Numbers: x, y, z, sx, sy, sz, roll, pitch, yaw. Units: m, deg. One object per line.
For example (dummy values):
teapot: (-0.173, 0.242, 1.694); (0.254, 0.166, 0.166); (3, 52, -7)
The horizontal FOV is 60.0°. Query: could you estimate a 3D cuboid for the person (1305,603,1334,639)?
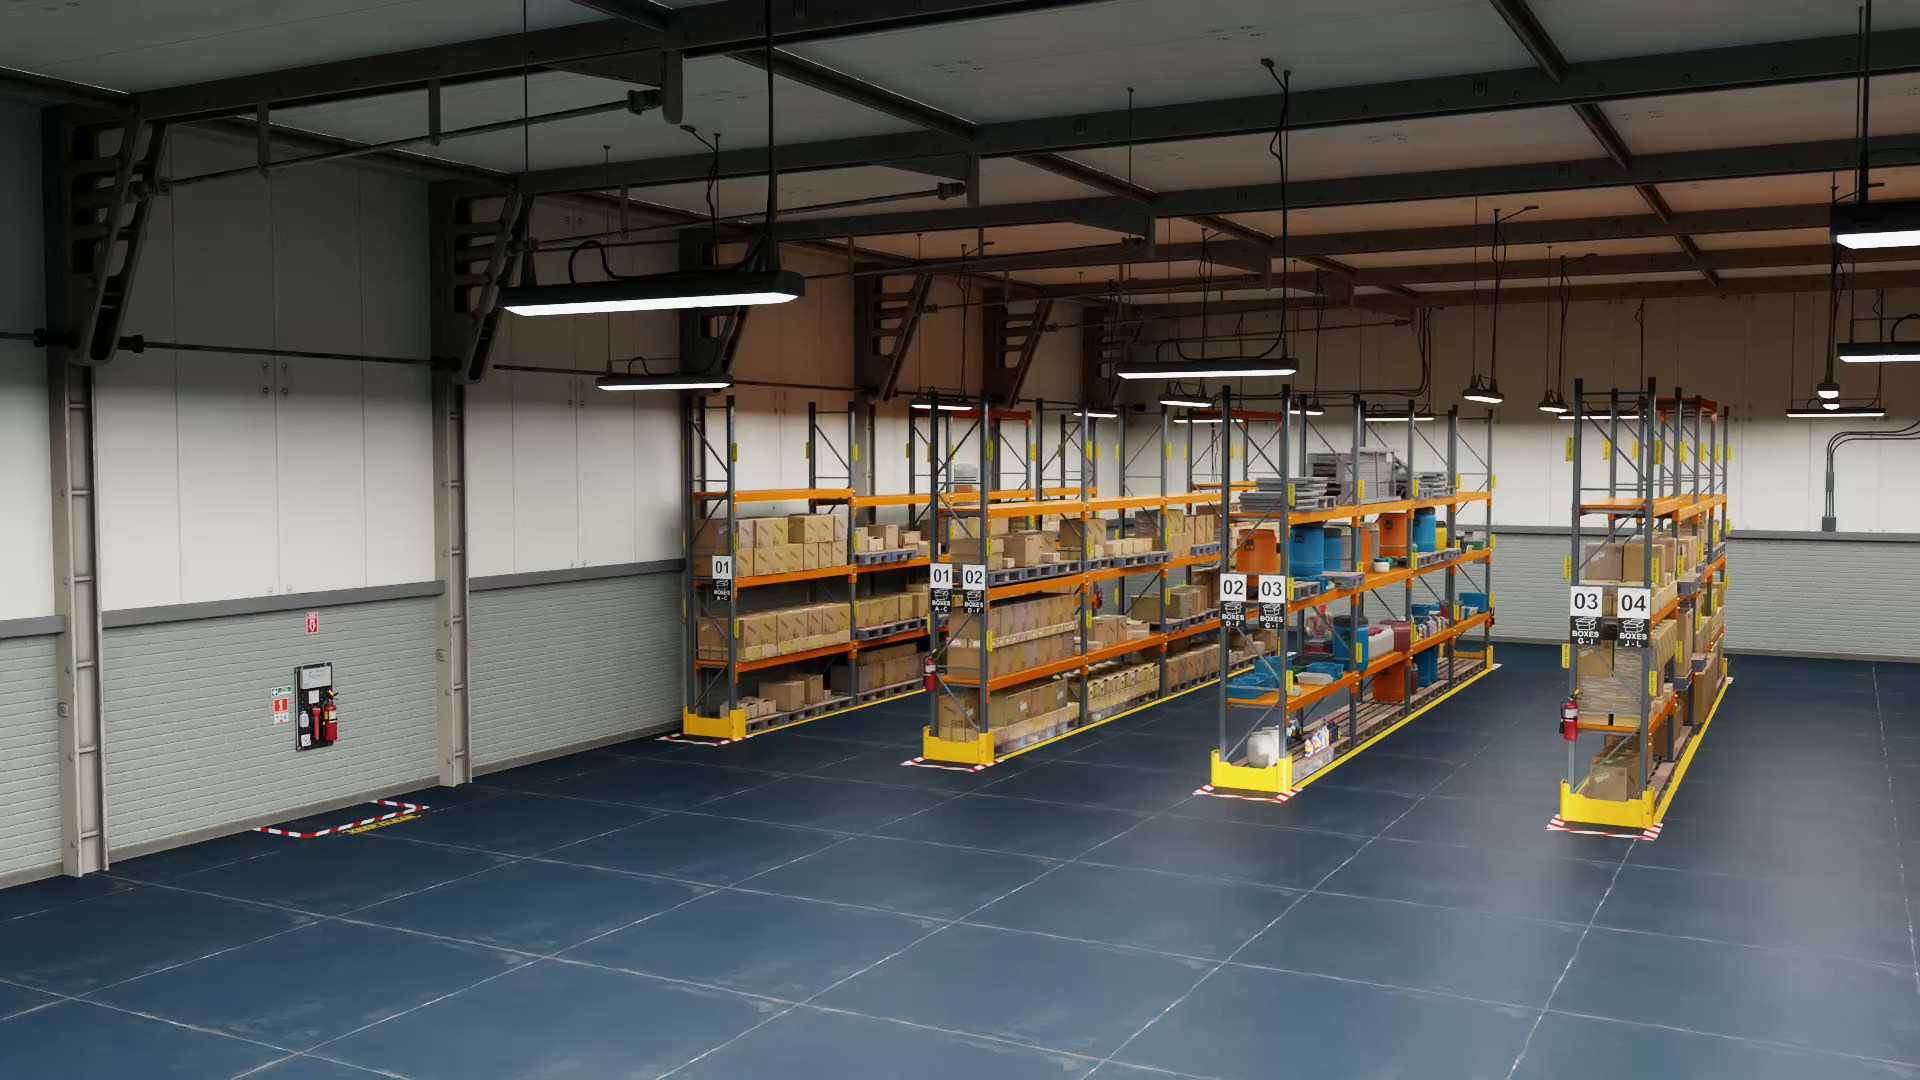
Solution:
person: (8.233, 2.214, 38.028); (0.692, 1.585, 0.848); (1, 3, 15)
